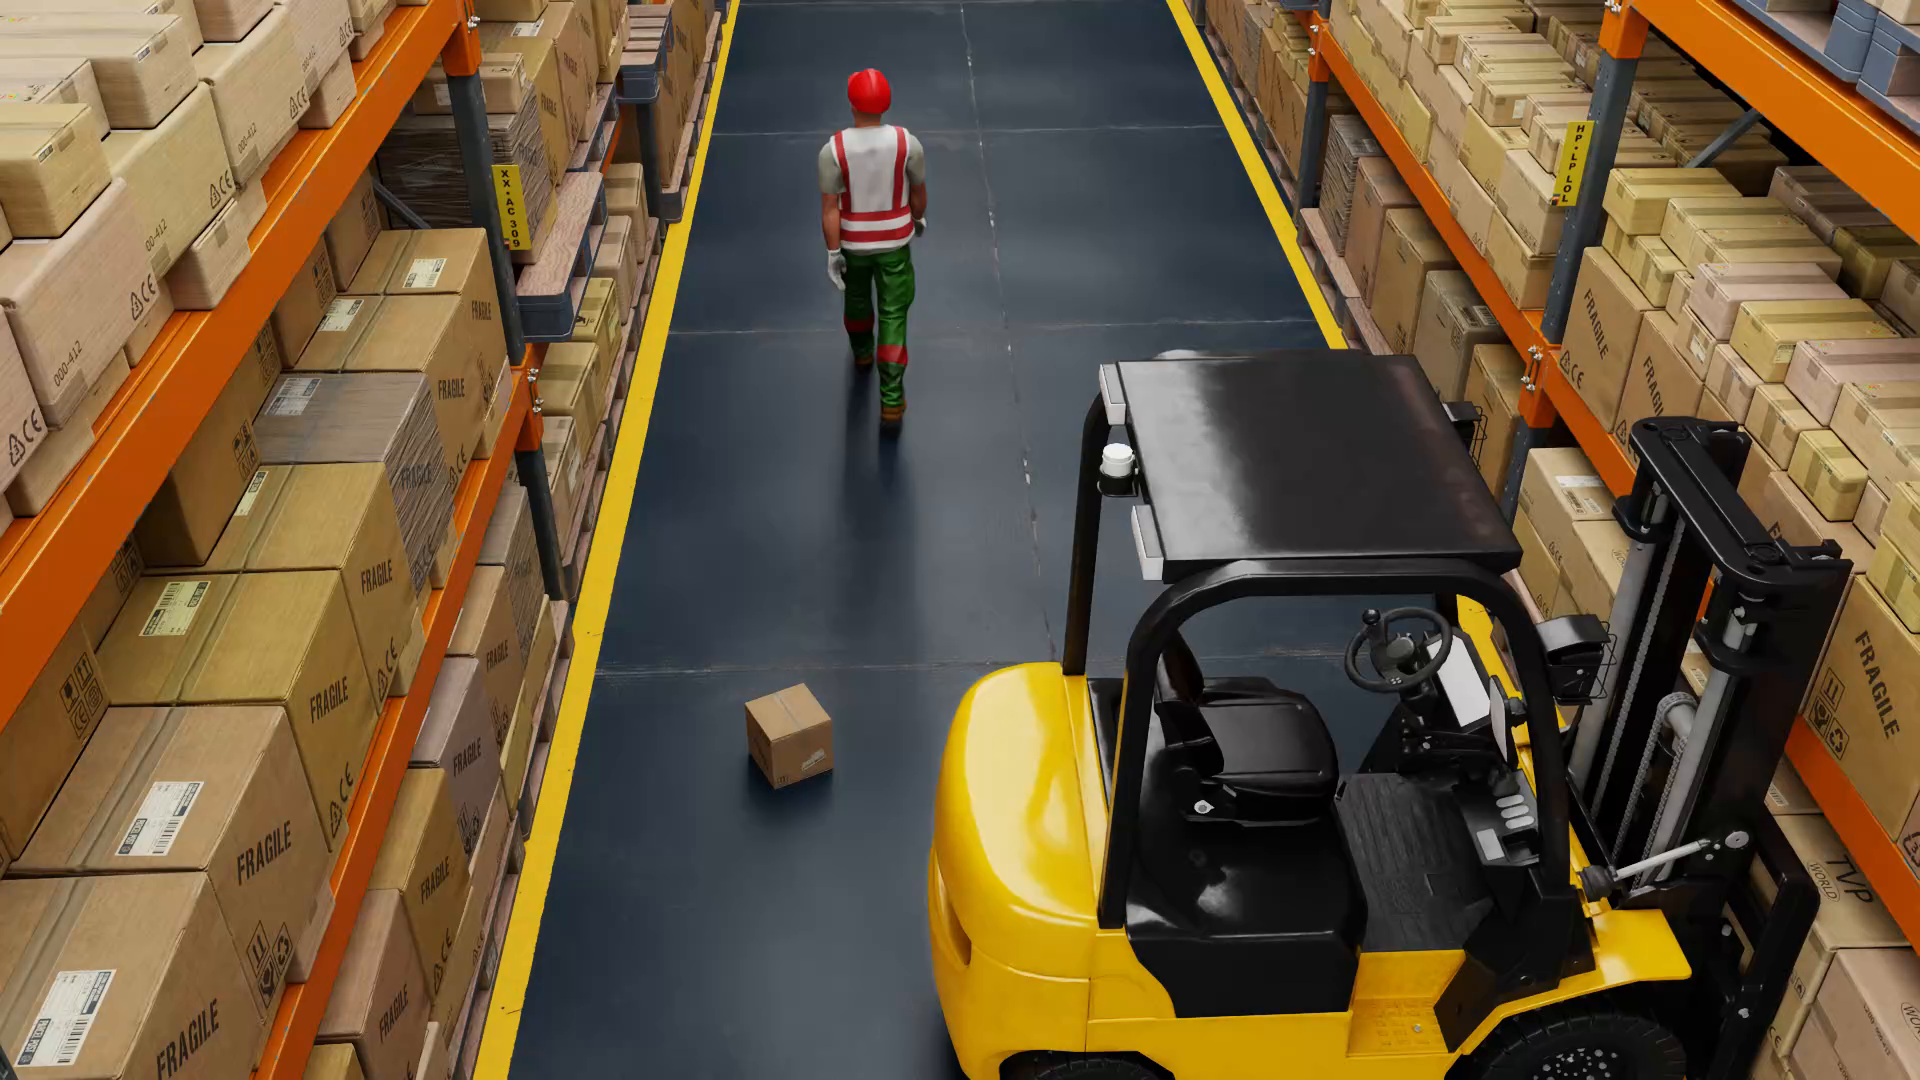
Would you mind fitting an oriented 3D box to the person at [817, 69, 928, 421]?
[{"bbox_3d":[-0.424,-1.529,8.318,0.527,1.742,1.040,-1,35,-1],"label":"person"}]
